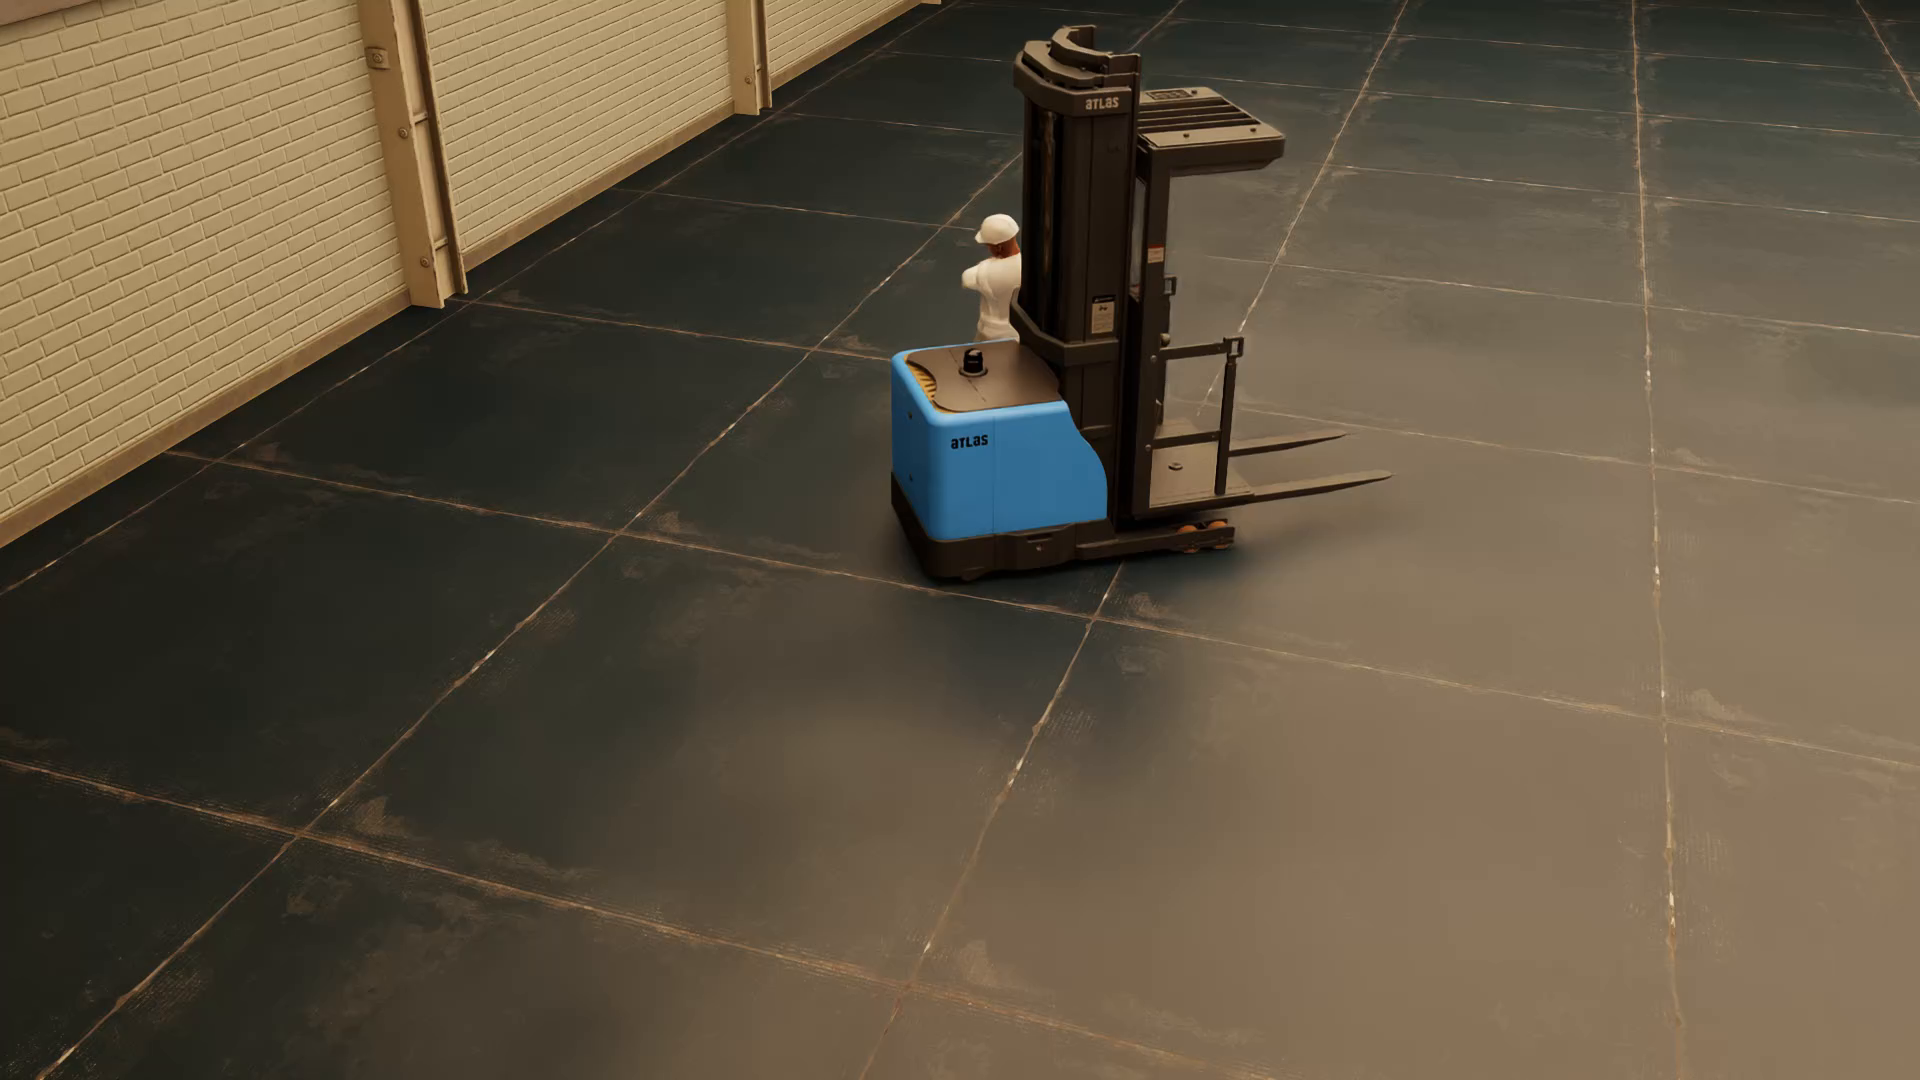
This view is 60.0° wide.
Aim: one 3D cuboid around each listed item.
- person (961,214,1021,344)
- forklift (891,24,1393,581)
[{"bbox_3d":[0.391,-1.416,10.934,0.820,1.657,0.899,-11,32,-19],"label":"person"},{"bbox_3d":[1.149,-1.435,9.654,3.031,2.935,1.130,-8,31,-14],"label":"forklift"}]
